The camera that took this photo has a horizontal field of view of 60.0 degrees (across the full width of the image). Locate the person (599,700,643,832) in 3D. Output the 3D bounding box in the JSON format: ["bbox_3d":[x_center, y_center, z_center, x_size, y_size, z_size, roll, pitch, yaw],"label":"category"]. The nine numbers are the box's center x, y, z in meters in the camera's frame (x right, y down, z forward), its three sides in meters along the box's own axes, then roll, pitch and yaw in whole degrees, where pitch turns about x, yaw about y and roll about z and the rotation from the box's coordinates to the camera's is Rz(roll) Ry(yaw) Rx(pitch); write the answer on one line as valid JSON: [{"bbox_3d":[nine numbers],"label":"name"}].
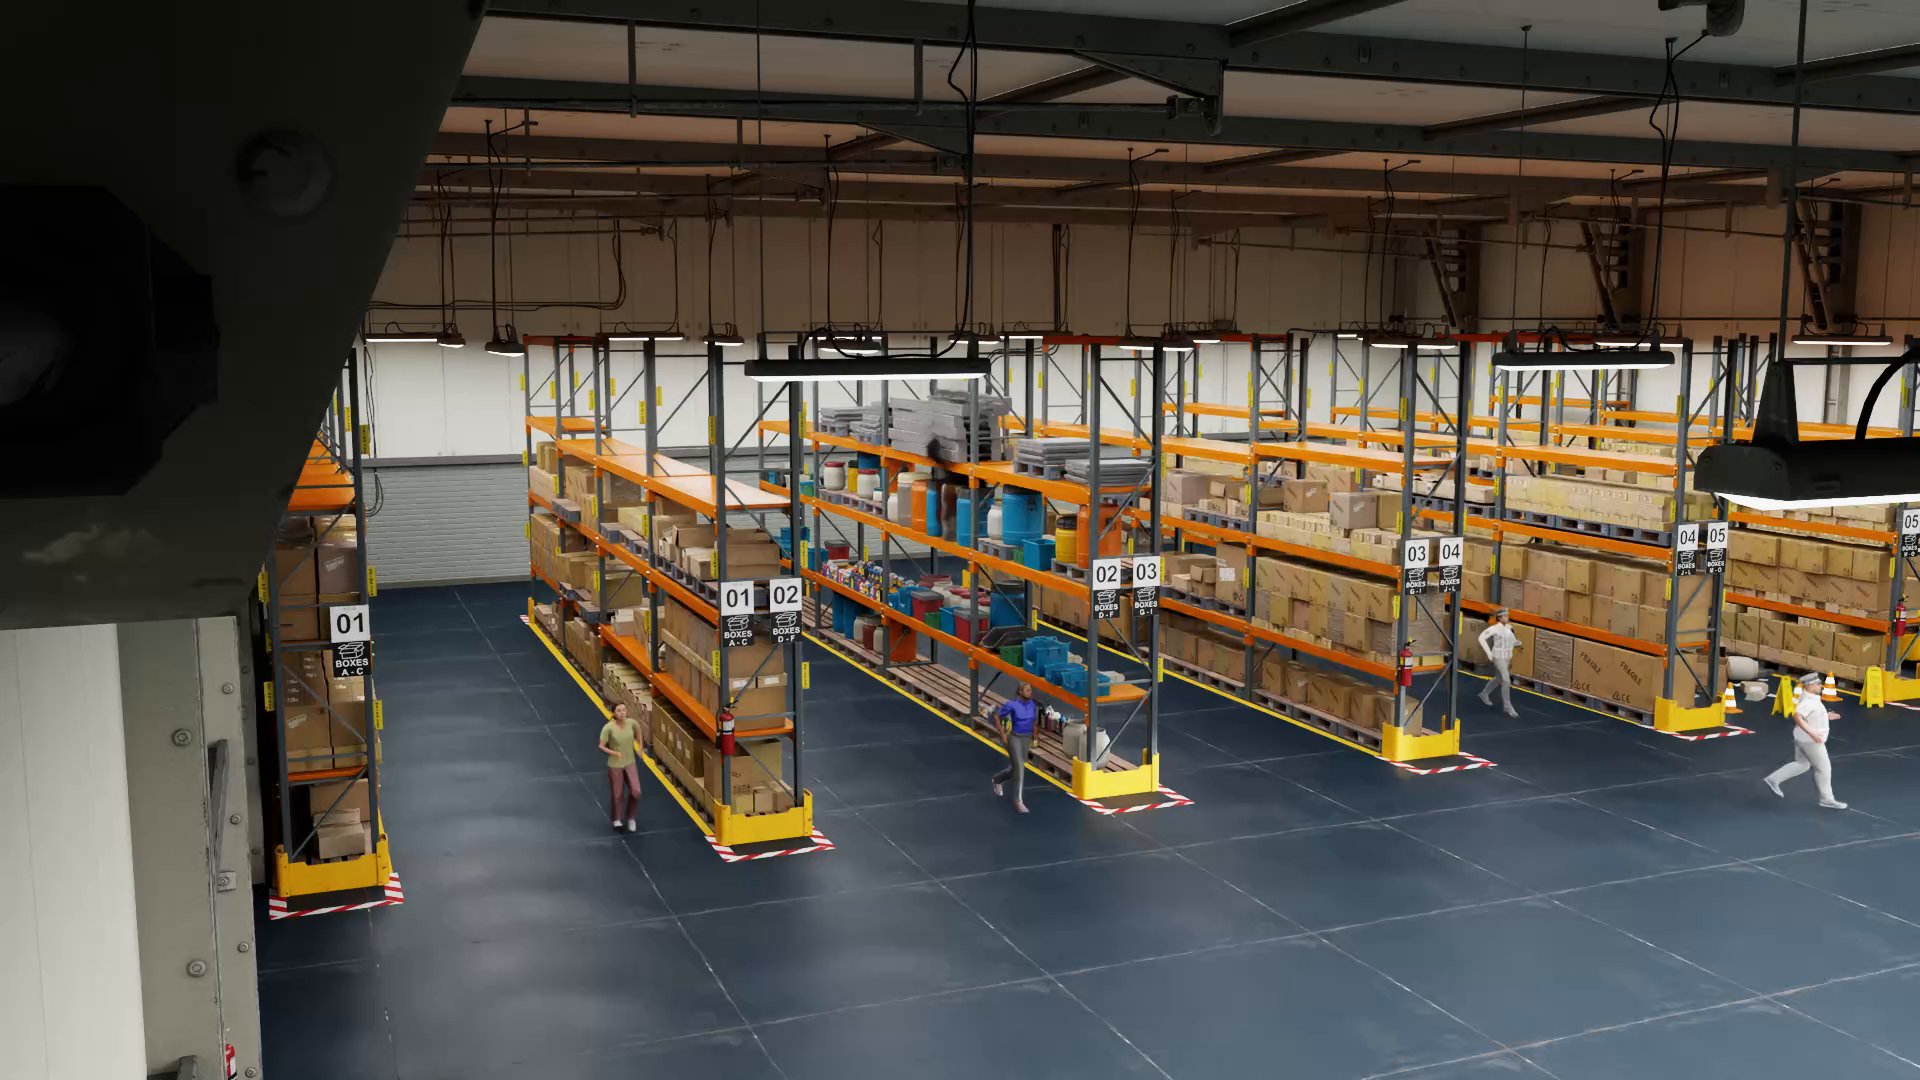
[{"bbox_3d":[-4.153,2.799,20.510,0.605,1.678,0.647,-4,9,-28],"label":"person"}]

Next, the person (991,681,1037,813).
[{"bbox_3d":[0.752,2.667,21.746,0.609,1.642,0.847,-6,10,-38],"label":"person"}]

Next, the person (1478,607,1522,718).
[{"bbox_3d":[8.702,1.927,26.761,0.593,1.727,0.854,-6,9,-36],"label":"person"}]

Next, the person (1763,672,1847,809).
[{"bbox_3d":[11.029,2.576,21.578,0.962,1.757,0.668,2,8,16],"label":"person"}]
